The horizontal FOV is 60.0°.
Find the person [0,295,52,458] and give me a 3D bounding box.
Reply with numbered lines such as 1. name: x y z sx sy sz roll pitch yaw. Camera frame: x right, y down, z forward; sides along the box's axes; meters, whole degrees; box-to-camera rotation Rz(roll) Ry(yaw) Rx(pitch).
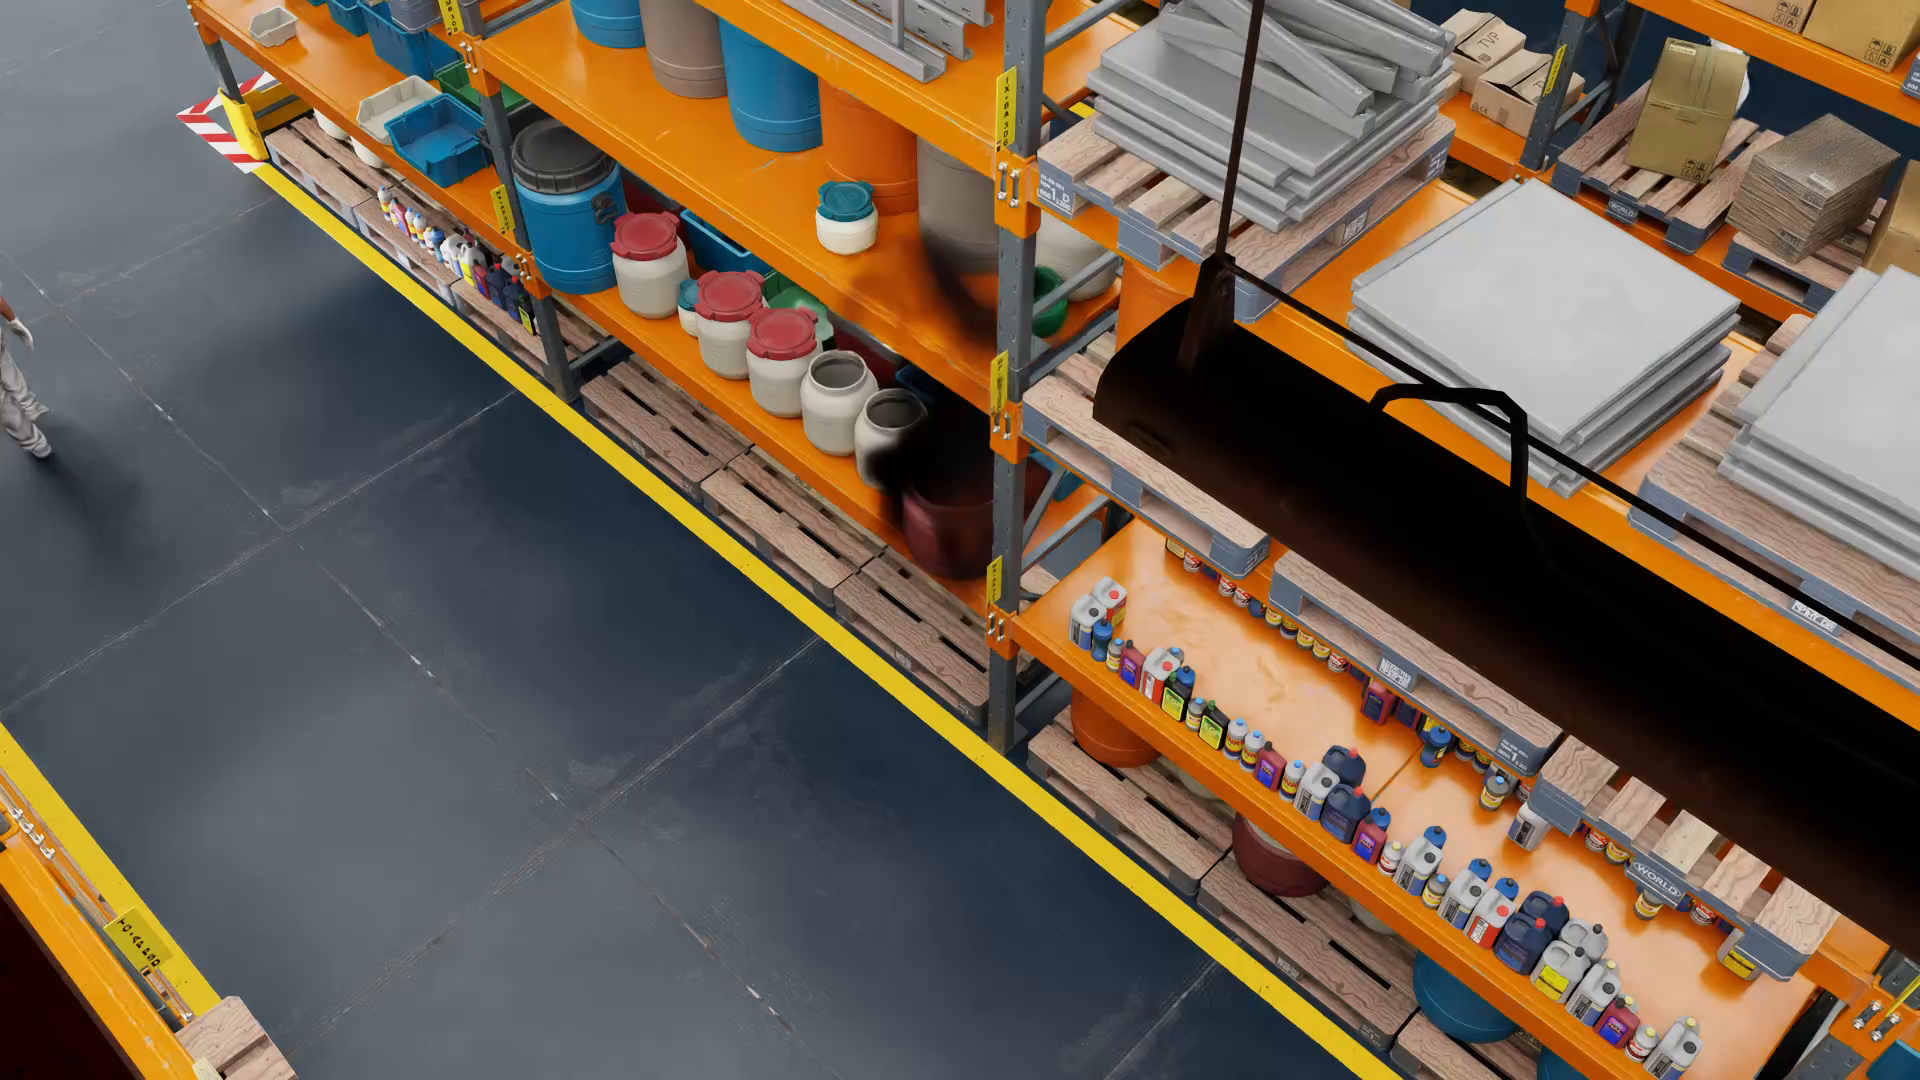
1. person: -6.236 -1.296 10.325 0.653 1.726 0.822 -36 59 -26

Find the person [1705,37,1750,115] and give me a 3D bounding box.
1. person: 5.456 -3.233 12.072 0.743 1.573 0.605 24 54 18
